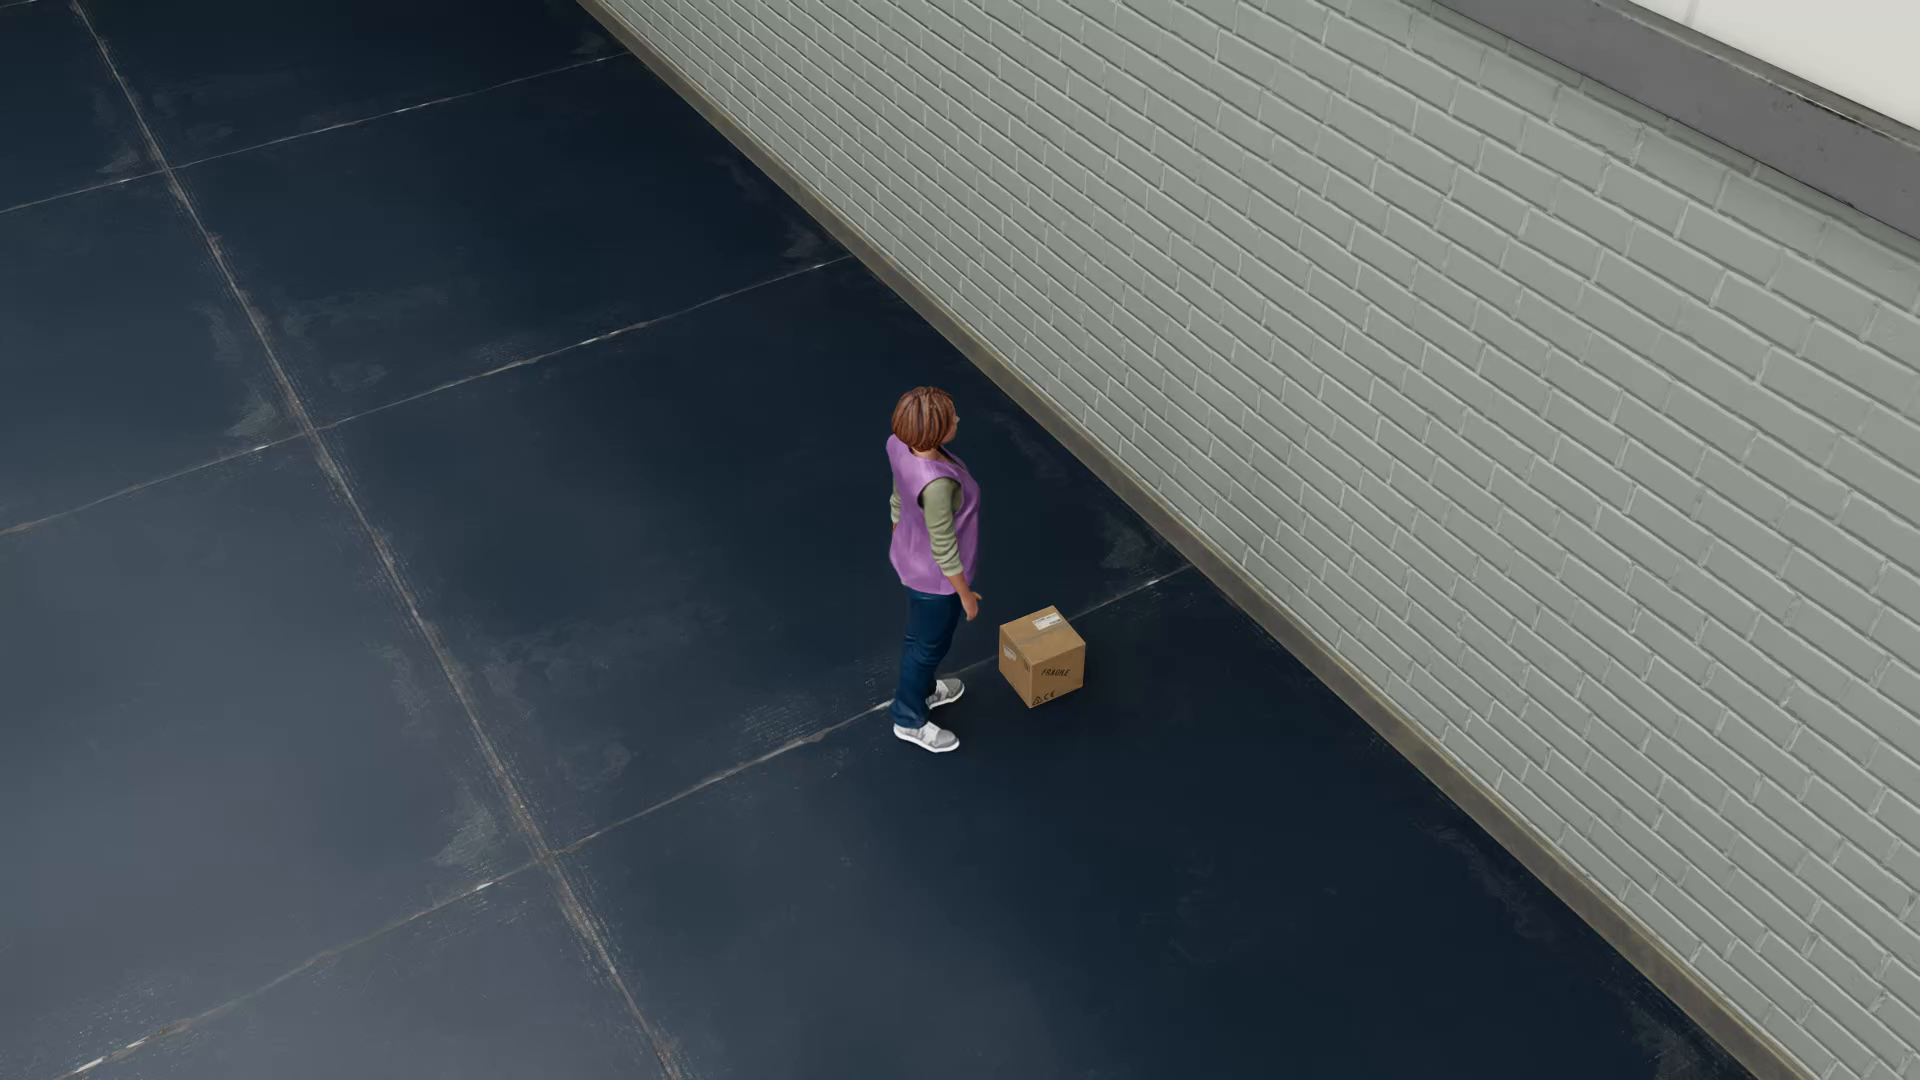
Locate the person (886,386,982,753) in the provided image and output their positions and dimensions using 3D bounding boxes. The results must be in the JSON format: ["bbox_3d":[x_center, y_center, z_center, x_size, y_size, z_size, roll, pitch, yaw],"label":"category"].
[{"bbox_3d":[-0.110,0.106,6.019,0.348,1.599,0.450,-13,43,-15],"label":"person"}]
